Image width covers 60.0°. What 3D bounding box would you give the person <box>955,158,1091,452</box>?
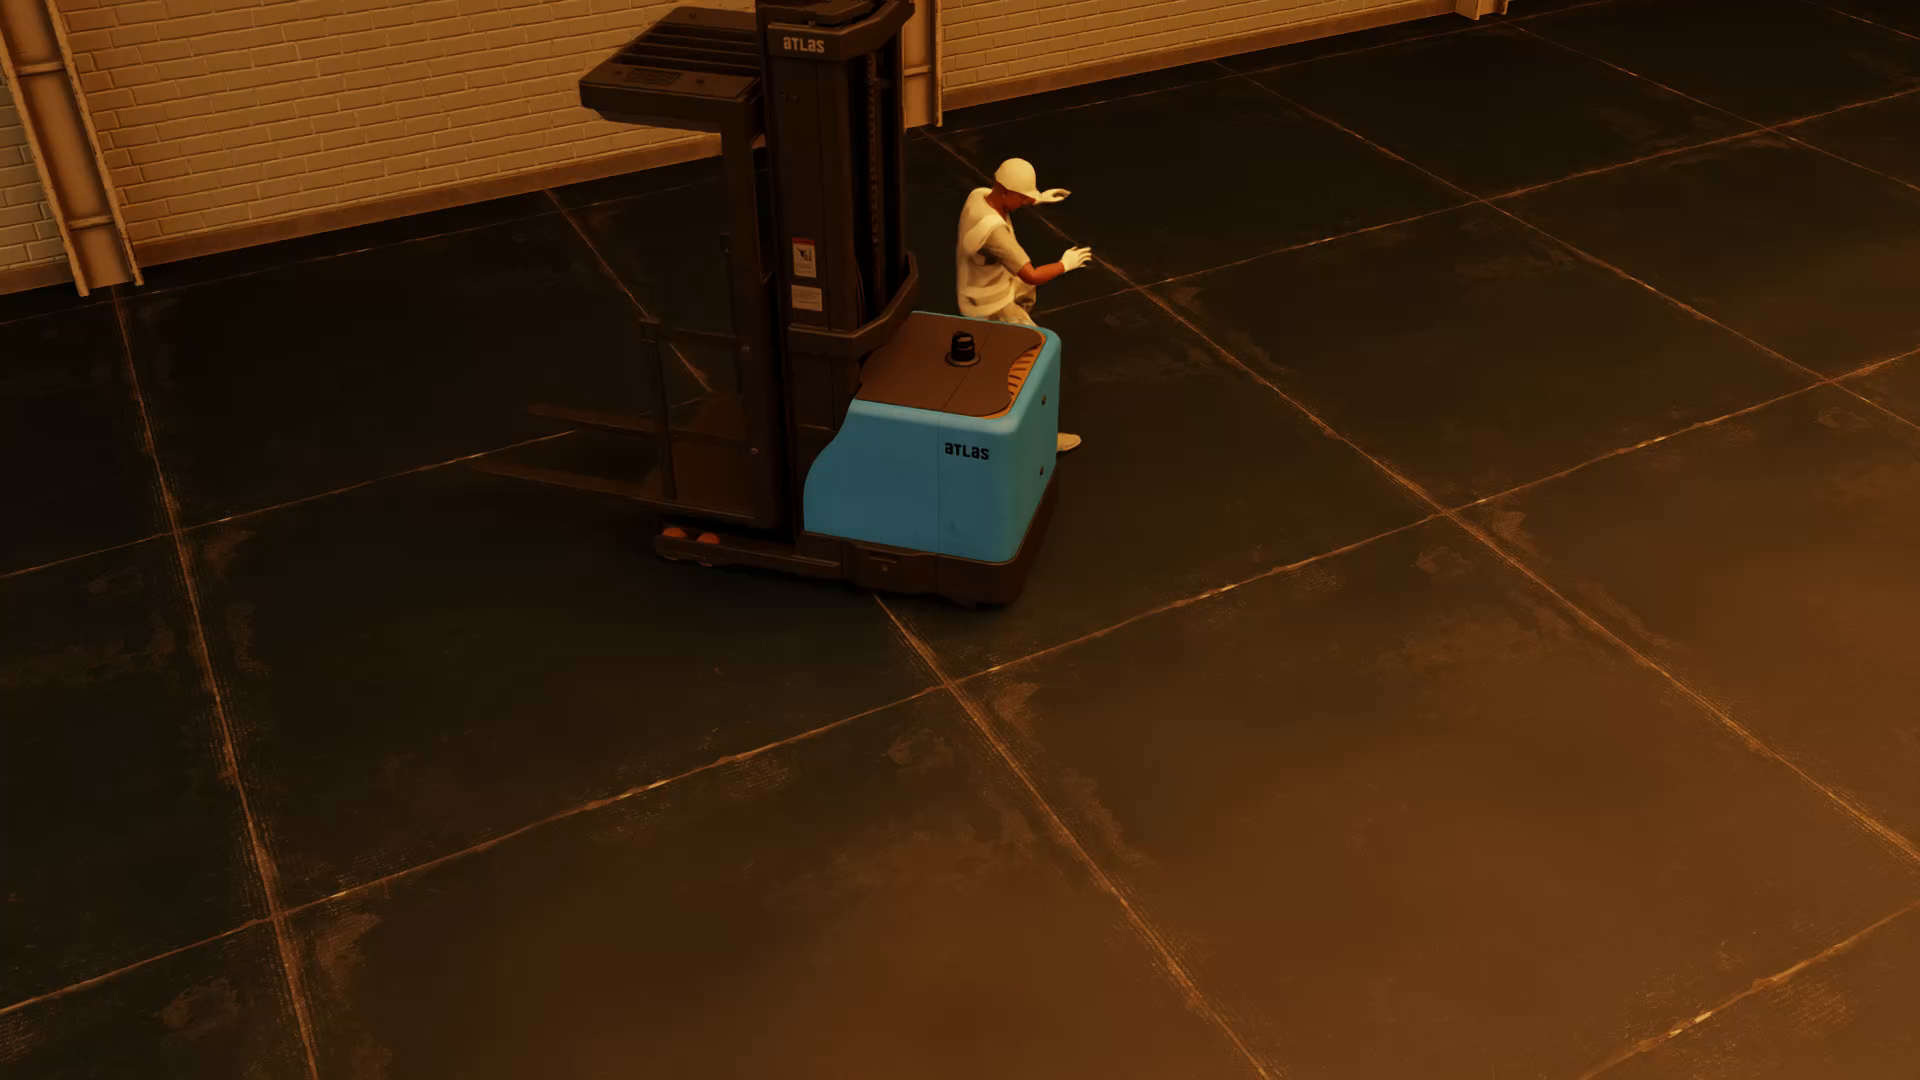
[{"bbox_3d":[0.344,-1.427,9.354,0.737,1.532,1.119,-2,35,-3],"label":"person"}]

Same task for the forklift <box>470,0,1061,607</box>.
[{"bbox_3d":[-1.058,-1.344,8.025,3.031,2.935,1.130,9,36,13],"label":"forklift"}]
